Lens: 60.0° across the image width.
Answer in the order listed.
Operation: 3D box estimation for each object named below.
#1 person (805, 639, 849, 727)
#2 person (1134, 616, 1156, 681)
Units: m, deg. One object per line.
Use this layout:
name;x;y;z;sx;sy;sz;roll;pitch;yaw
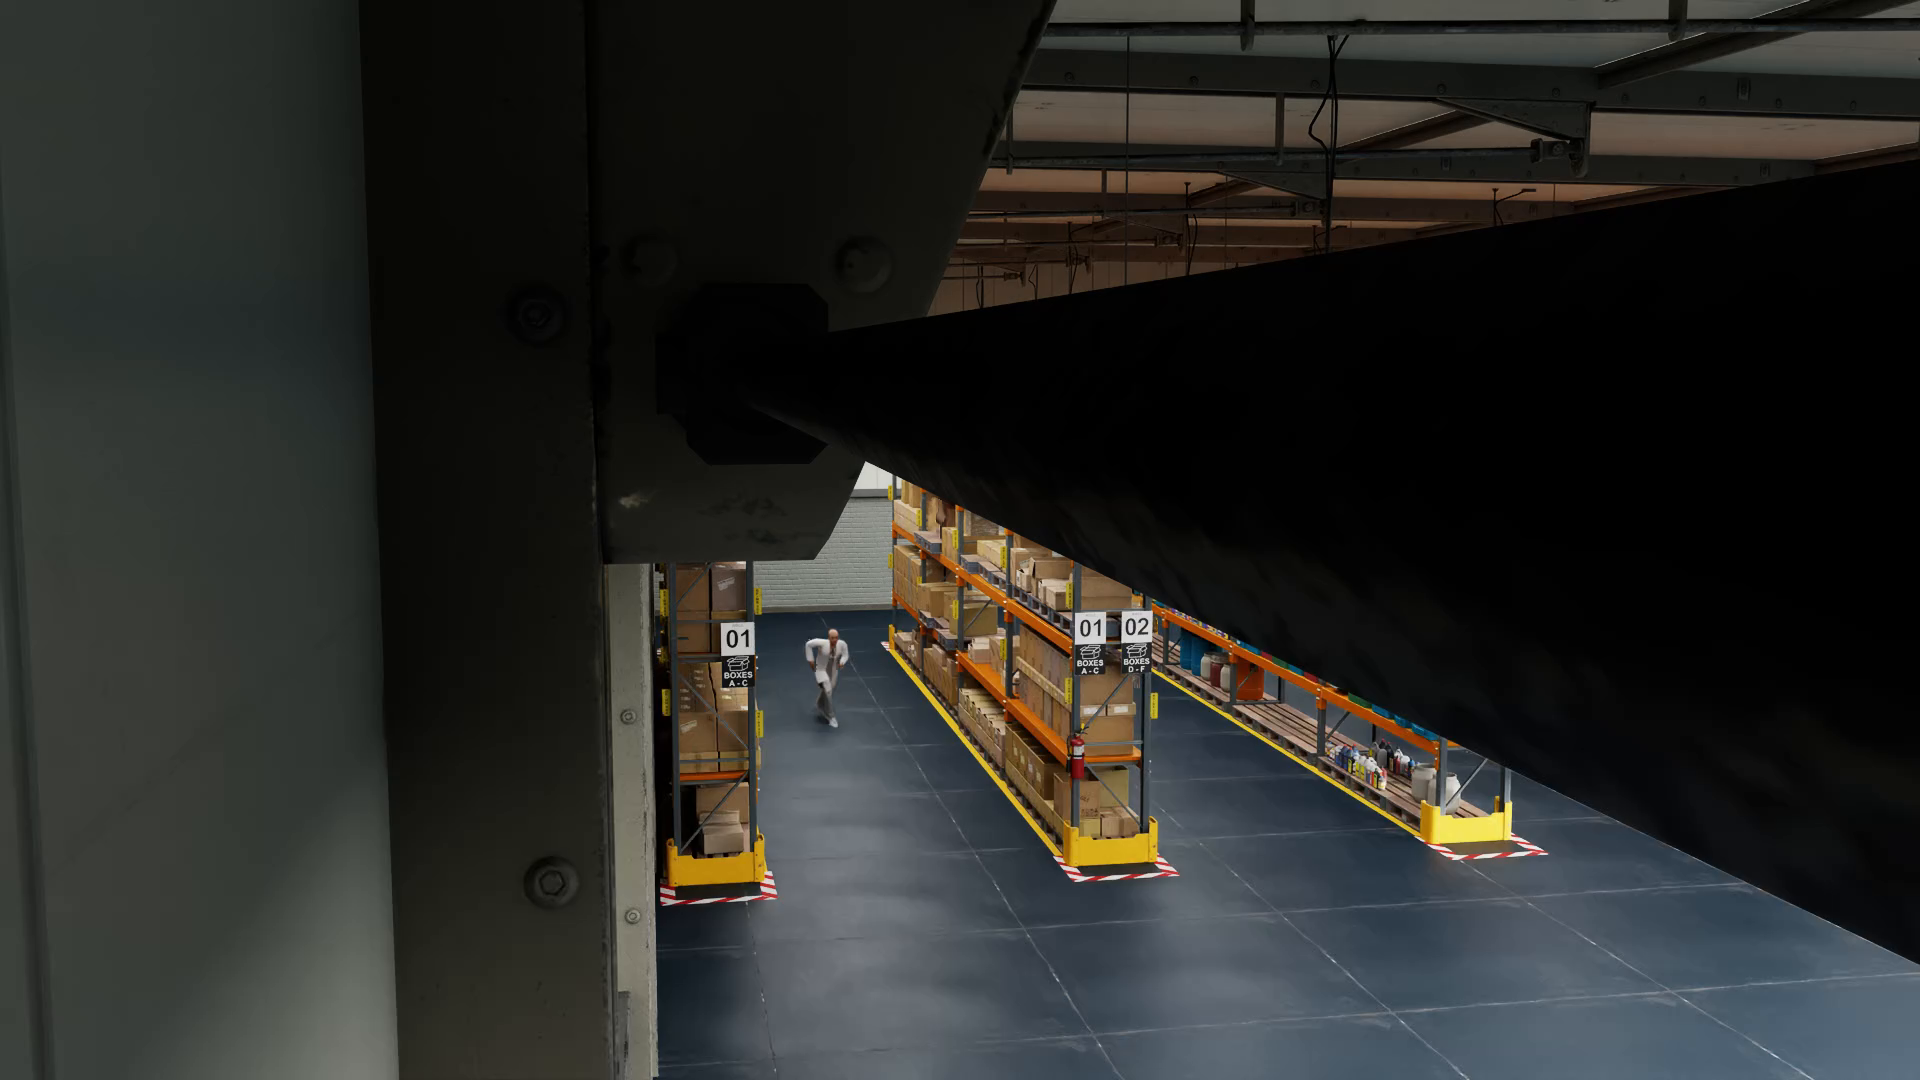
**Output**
person;-2.364;2.460;29.167;0.752;1.564;1.026;-2;7;-22
person;3.568;2.064;32.327;0.503;1.300;0.719;2;6;17
